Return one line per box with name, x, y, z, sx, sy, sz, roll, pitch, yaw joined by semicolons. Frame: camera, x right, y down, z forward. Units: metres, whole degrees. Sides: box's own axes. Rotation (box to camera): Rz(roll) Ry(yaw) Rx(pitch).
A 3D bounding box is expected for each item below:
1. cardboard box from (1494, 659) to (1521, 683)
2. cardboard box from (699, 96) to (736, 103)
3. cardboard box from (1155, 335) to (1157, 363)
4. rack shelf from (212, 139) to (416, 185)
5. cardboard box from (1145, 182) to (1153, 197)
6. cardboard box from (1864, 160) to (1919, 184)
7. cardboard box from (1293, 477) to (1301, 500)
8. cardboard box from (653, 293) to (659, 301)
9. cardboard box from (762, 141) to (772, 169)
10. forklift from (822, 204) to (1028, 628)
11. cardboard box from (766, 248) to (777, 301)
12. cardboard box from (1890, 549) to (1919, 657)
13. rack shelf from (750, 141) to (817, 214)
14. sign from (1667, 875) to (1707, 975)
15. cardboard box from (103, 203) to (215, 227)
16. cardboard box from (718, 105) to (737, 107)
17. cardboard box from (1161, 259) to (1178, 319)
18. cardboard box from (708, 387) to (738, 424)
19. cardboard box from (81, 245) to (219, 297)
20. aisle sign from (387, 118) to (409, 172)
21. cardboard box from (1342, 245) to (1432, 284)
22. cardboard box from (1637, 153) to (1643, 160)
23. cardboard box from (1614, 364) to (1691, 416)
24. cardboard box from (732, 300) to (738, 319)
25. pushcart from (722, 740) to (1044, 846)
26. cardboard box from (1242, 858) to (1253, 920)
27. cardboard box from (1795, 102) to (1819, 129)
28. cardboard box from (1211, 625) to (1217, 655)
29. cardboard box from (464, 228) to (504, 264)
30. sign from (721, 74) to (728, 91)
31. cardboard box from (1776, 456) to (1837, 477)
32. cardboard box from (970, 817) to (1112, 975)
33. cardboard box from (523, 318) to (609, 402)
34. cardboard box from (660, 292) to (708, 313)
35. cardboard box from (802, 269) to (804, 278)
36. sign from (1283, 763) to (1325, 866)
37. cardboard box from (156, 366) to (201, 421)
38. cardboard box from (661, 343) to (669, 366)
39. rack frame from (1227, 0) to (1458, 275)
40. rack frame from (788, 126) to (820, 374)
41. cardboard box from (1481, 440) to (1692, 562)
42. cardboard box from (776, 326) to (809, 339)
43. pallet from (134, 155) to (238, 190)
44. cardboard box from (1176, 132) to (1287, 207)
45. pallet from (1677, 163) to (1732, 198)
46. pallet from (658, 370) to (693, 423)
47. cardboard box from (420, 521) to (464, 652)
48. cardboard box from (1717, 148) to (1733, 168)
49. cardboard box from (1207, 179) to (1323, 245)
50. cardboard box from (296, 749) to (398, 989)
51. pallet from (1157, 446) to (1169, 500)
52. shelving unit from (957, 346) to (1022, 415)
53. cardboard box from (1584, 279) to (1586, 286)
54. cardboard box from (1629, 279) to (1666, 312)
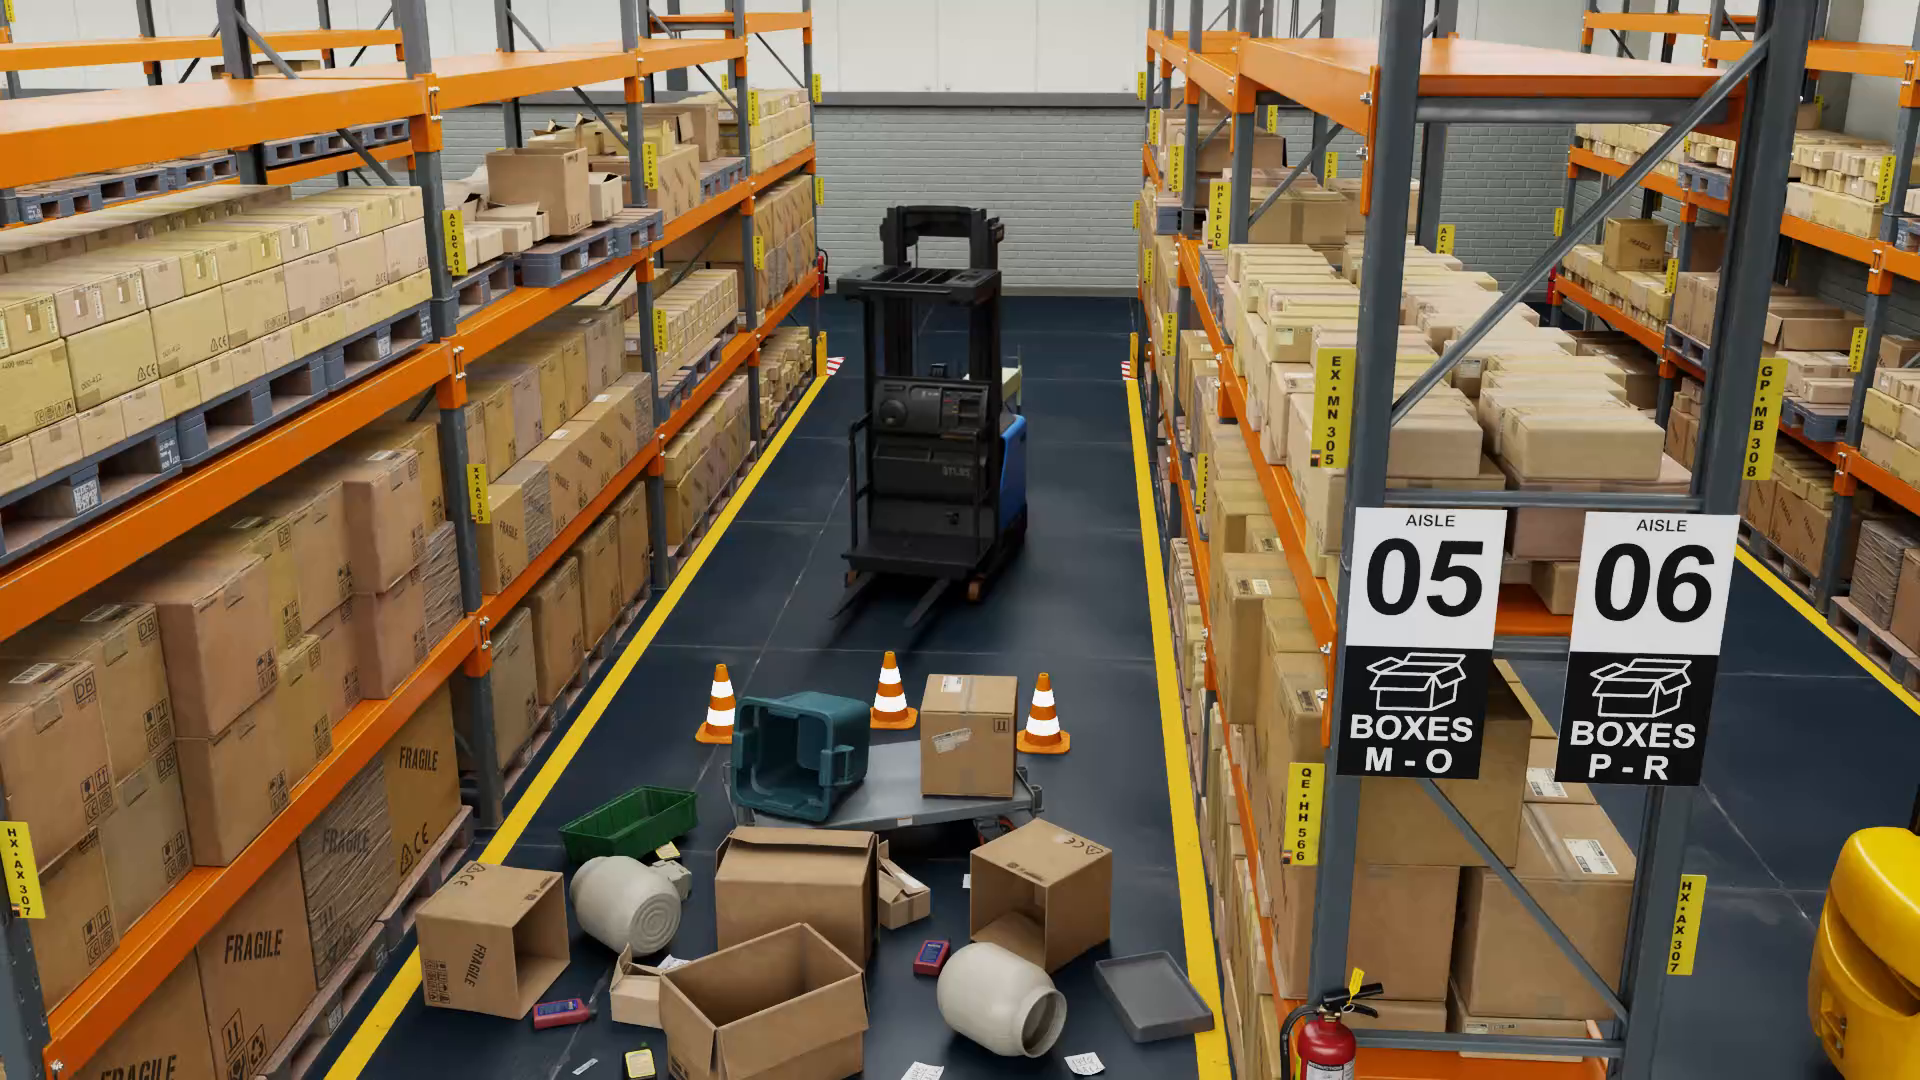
cardboard box;1.955;0.707;6.810;0.500;0.500;0.500;1;18;3
cardboard box;-2.642;-4.738;18.046;0.380;0.149;0.250;2;18;6
cardboard box;2.024;-1.691;15.008;0.500;0.250;0.500;1;18;3
rack shelf;-7.334;-4.139;18.575;1.077;0.370;4.000;1;18;4
cardboard box;2.311;-4.021;19.069;0.380;0.149;0.250;2;18;6
cardboard box;6.801;-2.659;12.027;0.380;0.149;0.250;2;18;6
cardboard box;1.386;-0.224;5.877;0.380;0.149;0.250;1;18;3
cardboard box;-3.060;-2.241;15.695;0.380;0.149;0.250;2;18;5
cardboard box;-2.215;-3.940;17.053;0.500;0.250;0.500;1;18;3
forklift;-0.285;-1.044;12.901;1.130;2.935;3.031;5;19;14
cardboard box;-2.223;-2.783;17.460;0.500;0.500;0.500;1;18;4
cardboard box;6.974;0.465;11.327;0.875;0.625;0.625;2;18;6
rack shelf;-2.395;-3.997;18.141;1.077;0.370;4.000;1;18;4
sign;2.088;1.115;4.813;0.100;0.325;0.005;1;18;4
cardboard box;-3.530;-1.397;7.340;0.380;0.149;0.250;1;18;3
cardboard box;-2.223;-4.242;16.532;0.380;0.149;0.250;1;18;2
cardboard box;2.010;-2.130;14.341;0.500;0.500;0.500;1;18;3
cardboard box;-2.389;-1.264;15.598;0.500;0.250;0.500;2;18;7
cardboard box;-2.965;-0.988;6.093;0.380;0.149;0.250;1;18;3
aisle sign;-6.887;-4.927;20.468;0.394;0.787;0.004;1;18;4
cardboard box;2.028;-1.310;7.909;0.380;0.149;0.250;2;18;5
cardboard box;7.220;-3.924;17.166;0.380;0.149;0.250;1;18;4
cardboard box;7.332;-1.582;17.775;0.700;0.500;0.500;1;18;2
cardboard box;-2.369;-2.244;16.184;0.380;0.149;0.250;1;18;3
pushcart;-0.445;1.483;9.293;1.648;0.377;0.936;-5;19;-15
cardboard box;1.345;1.427;6.747;0.380;0.149;0.250;2;18;6
cardboard box;7.418;-3.815;14.857;0.396;0.266;0.258;1;18;4
cardboard box;1.491;0.482;8.539;0.380;0.149;0.250;1;18;4
cardboard box;-2.790;-1.677;9.475;0.250;0.149;0.380;1;18;4
sign;-2.792;-5.387;19.825;0.100;0.325;0.005;1;18;4
cardboard box;6.970;-0.587;13.696;0.380;0.149;0.250;2;18;6
cardboard box;0.399;1.761;8.242;0.500;0.500;0.500;17;25;41
cardboard box;-2.902;-1.276;11.734;0.700;0.500;0.500;1;18;3
cardboard box;-2.466;-2.121;14.852;0.380;0.149;0.250;0;18;1
cardboard box;-2.051;-3.153;19.631;0.380;0.149;0.250;1;18;3
sign;0.994;0.795;4.812;0.100;0.325;0.005;1;18;4
cardboard box;-2.982;-0.531;5.978;0.380;0.149;0.250;1;18;4
cardboard box;-2.572;-1.501;13.438;0.380;0.149;0.250;2;18;7
rack frame;1.833;-2.579;7.842;1.000;3.000;0.127;1;18;4
rack frame;-2.251;-3.534;20.392;1.000;3.000;0.127;1;18;4
cardboard box;1.848;-0.132;4.953;0.500;0.250;0.500;1;18;3
cardboard box;-2.036;-2.492;20.159;0.380;0.149;0.250;1;18;5
pallet;-7.494;-3.483;15.725;0.805;0.209;1.217;1;18;2
cardboard box;1.996;-2.765;12.387;0.797;0.503;0.637;0;18;1
pallet;7.241;-3.238;14.973;1.213;0.211;1.003;1;18;4
pallet;-2.880;-1.182;13.522;1.213;0.211;1.003;1;18;4
cardboard box;-3.126;0.236;8.644;0.875;0.550;0.550;1;18;4
cardboard box;6.863;-3.335;14.536;0.380;0.149;0.250;2;18;5
cardboard box;2.042;-2.149;11.187;0.700;0.500;0.500;1;18;4
cardboard box;-3.287;1.477;7.837;0.875;0.875;0.875;1;18;4
pallet;2.426;-0.646;16.057;1.003;0.211;1.213;1;18;4
shelving unit;0.263;-0.931;14.857;0.431;1.500;0.755;5;19;14
cardboard box;7.391;-2.968;19.066;0.380;0.149;0.250;1;18;3
cardboard box;7.172;-2.493;16.977;0.500;0.250;0.500;1;18;4
